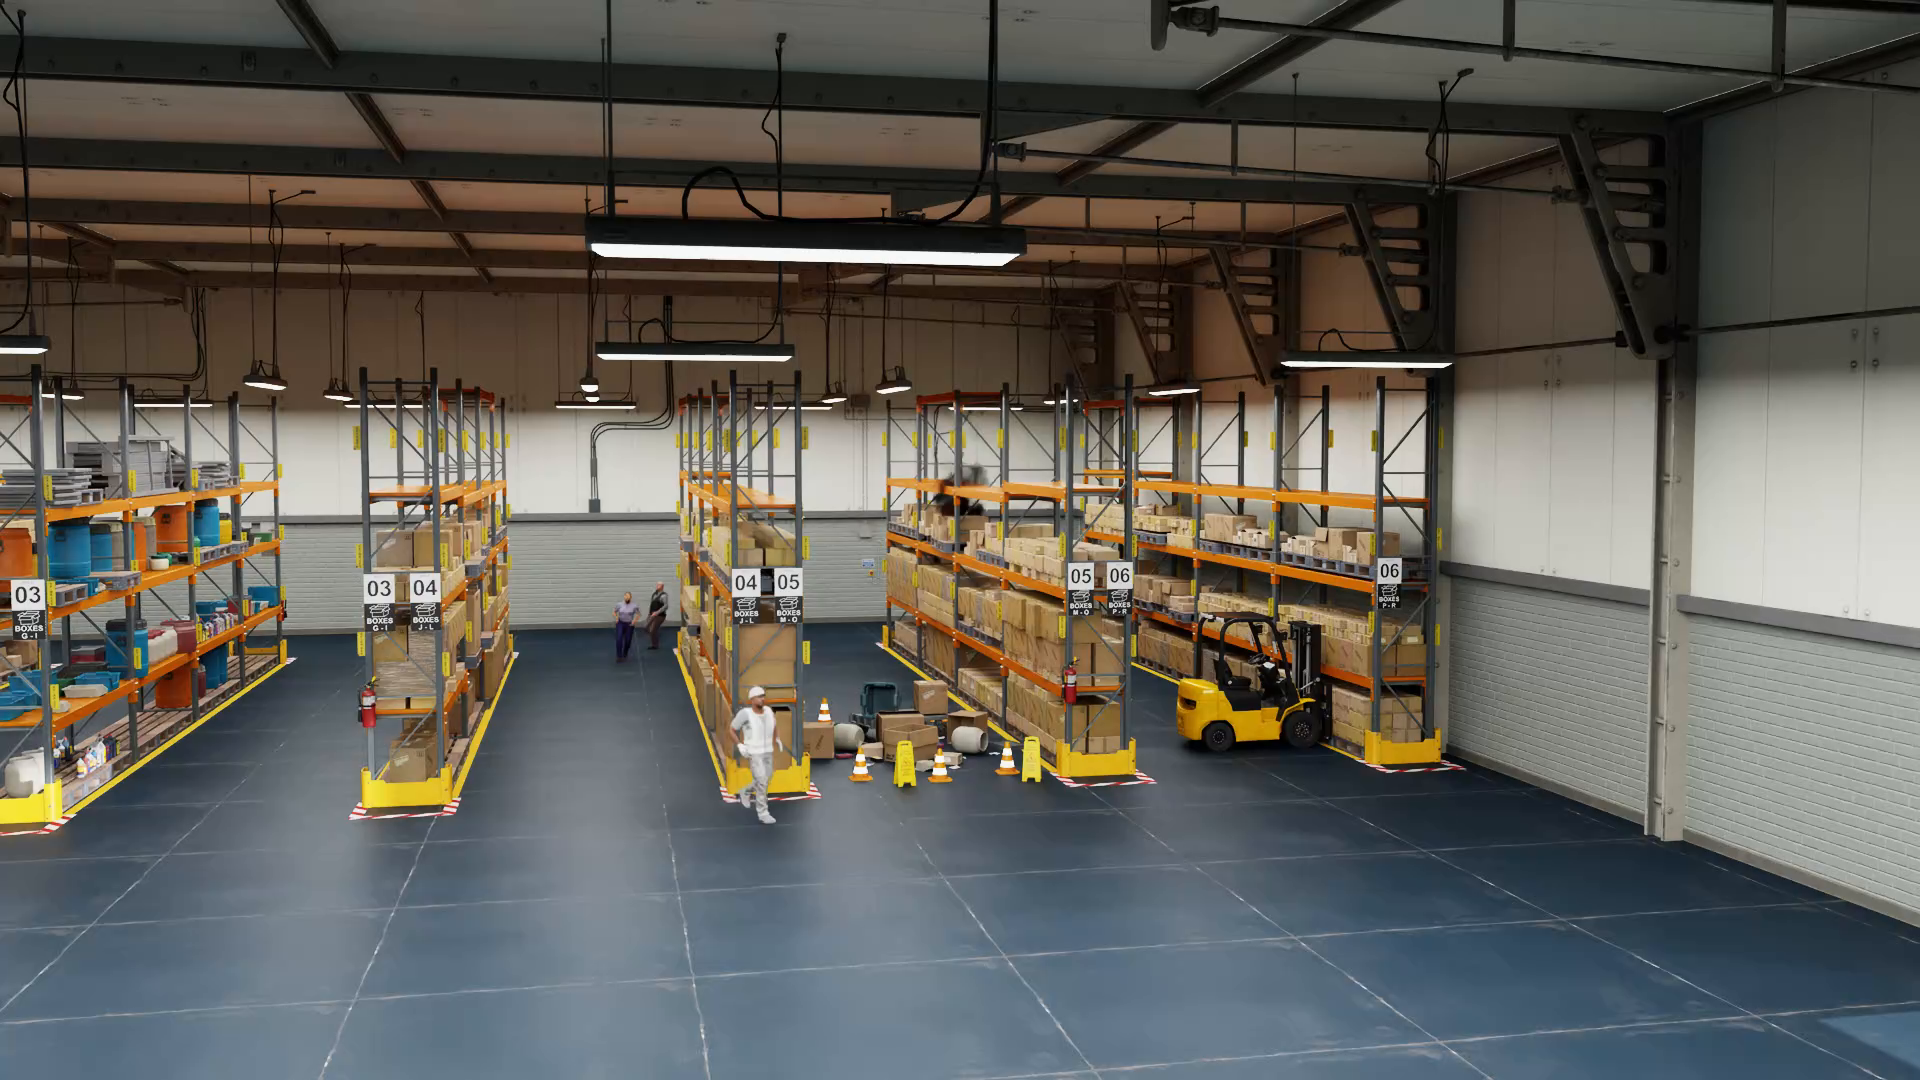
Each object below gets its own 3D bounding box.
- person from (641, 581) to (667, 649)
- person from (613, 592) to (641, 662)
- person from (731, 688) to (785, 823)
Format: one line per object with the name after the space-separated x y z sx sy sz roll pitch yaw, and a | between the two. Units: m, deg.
-7.303 1.809 39.754 0.674 1.651 0.577 3 4 40 | person
-7.569 1.968 37.723 0.620 1.592 0.558 0 3 -6 | person
-2.677 2.816 21.960 0.779 1.748 0.715 3 5 44 | person
